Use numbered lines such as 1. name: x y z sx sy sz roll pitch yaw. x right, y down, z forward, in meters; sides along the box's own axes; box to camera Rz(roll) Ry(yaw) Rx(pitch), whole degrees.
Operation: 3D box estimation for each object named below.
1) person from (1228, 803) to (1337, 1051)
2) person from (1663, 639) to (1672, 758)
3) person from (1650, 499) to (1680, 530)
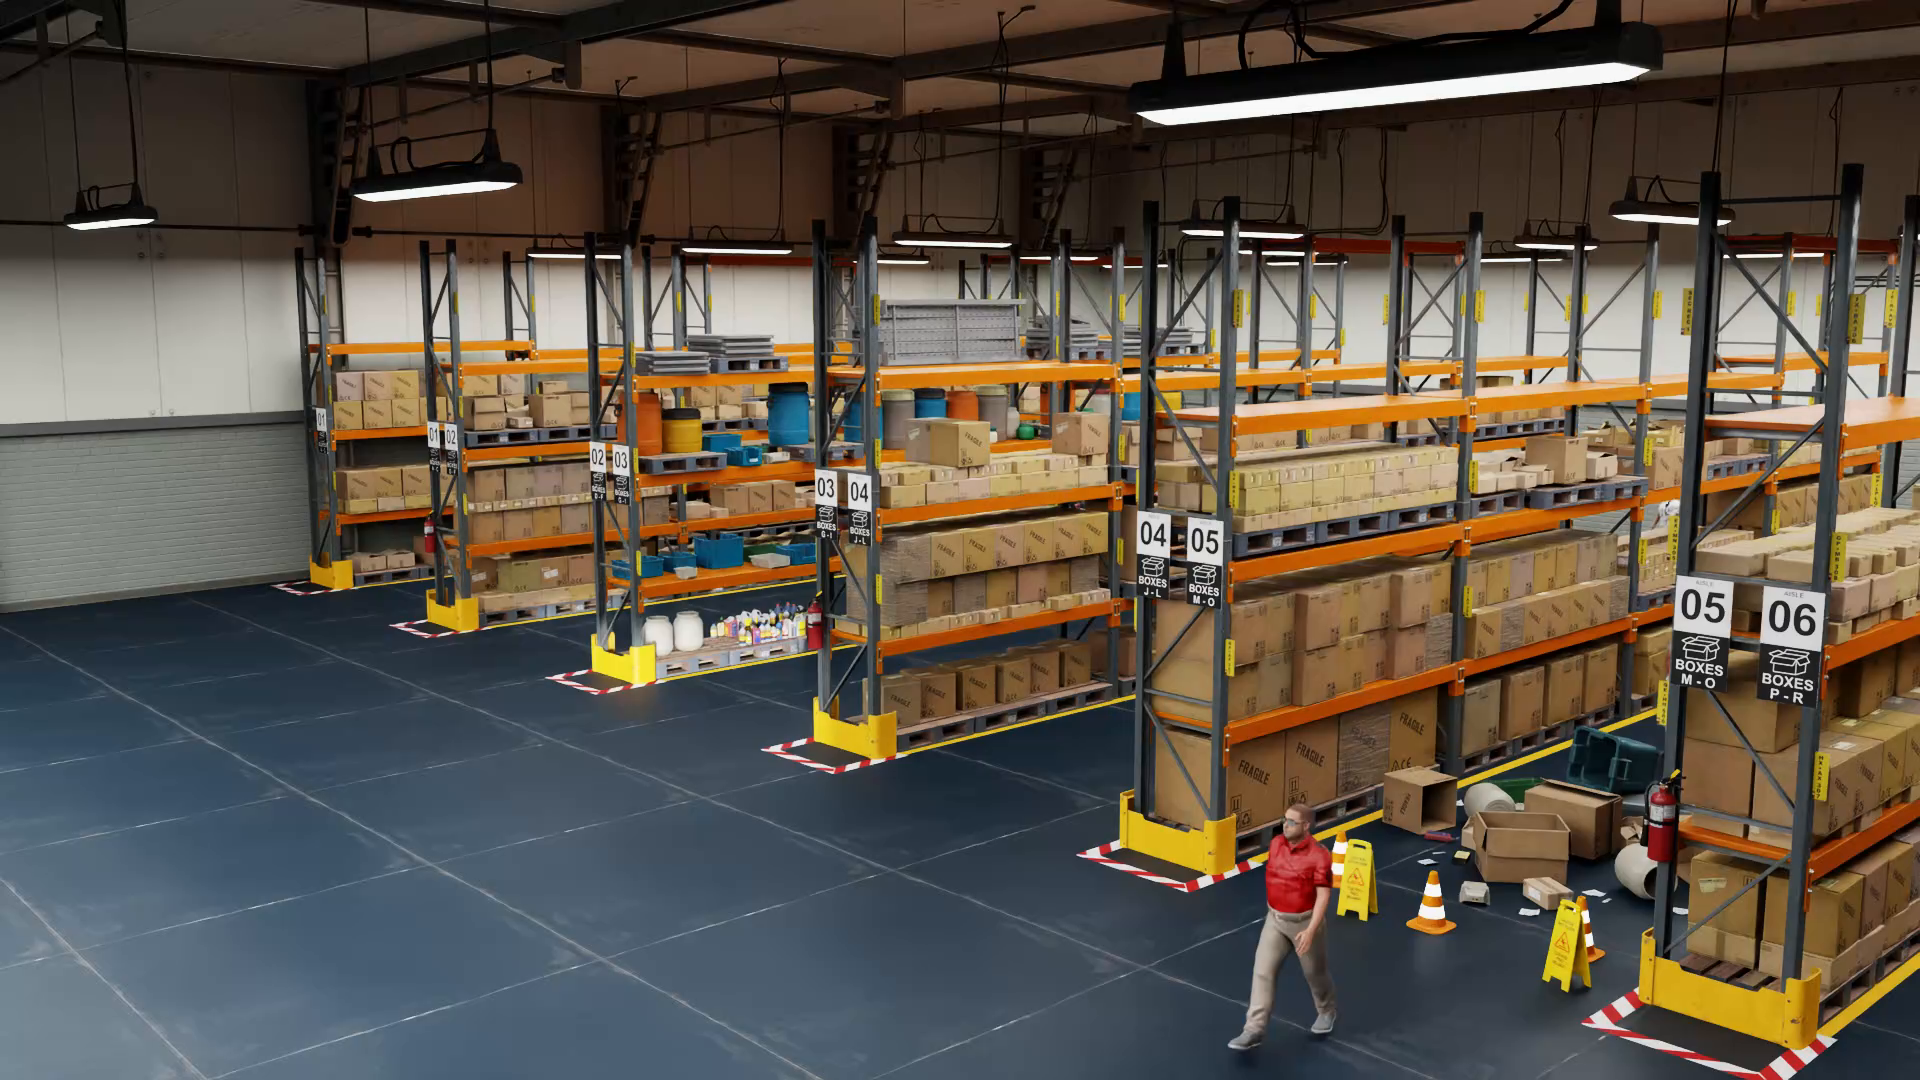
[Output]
1. person: 2.271 2.653 11.445 0.562 1.670 1.035 8 11 42
2. person: 8.132 1.624 18.456 0.589 1.723 0.757 6 10 34
3. person: 13.391 -0.262 31.442 1.076 1.598 0.465 -1 8 -8
